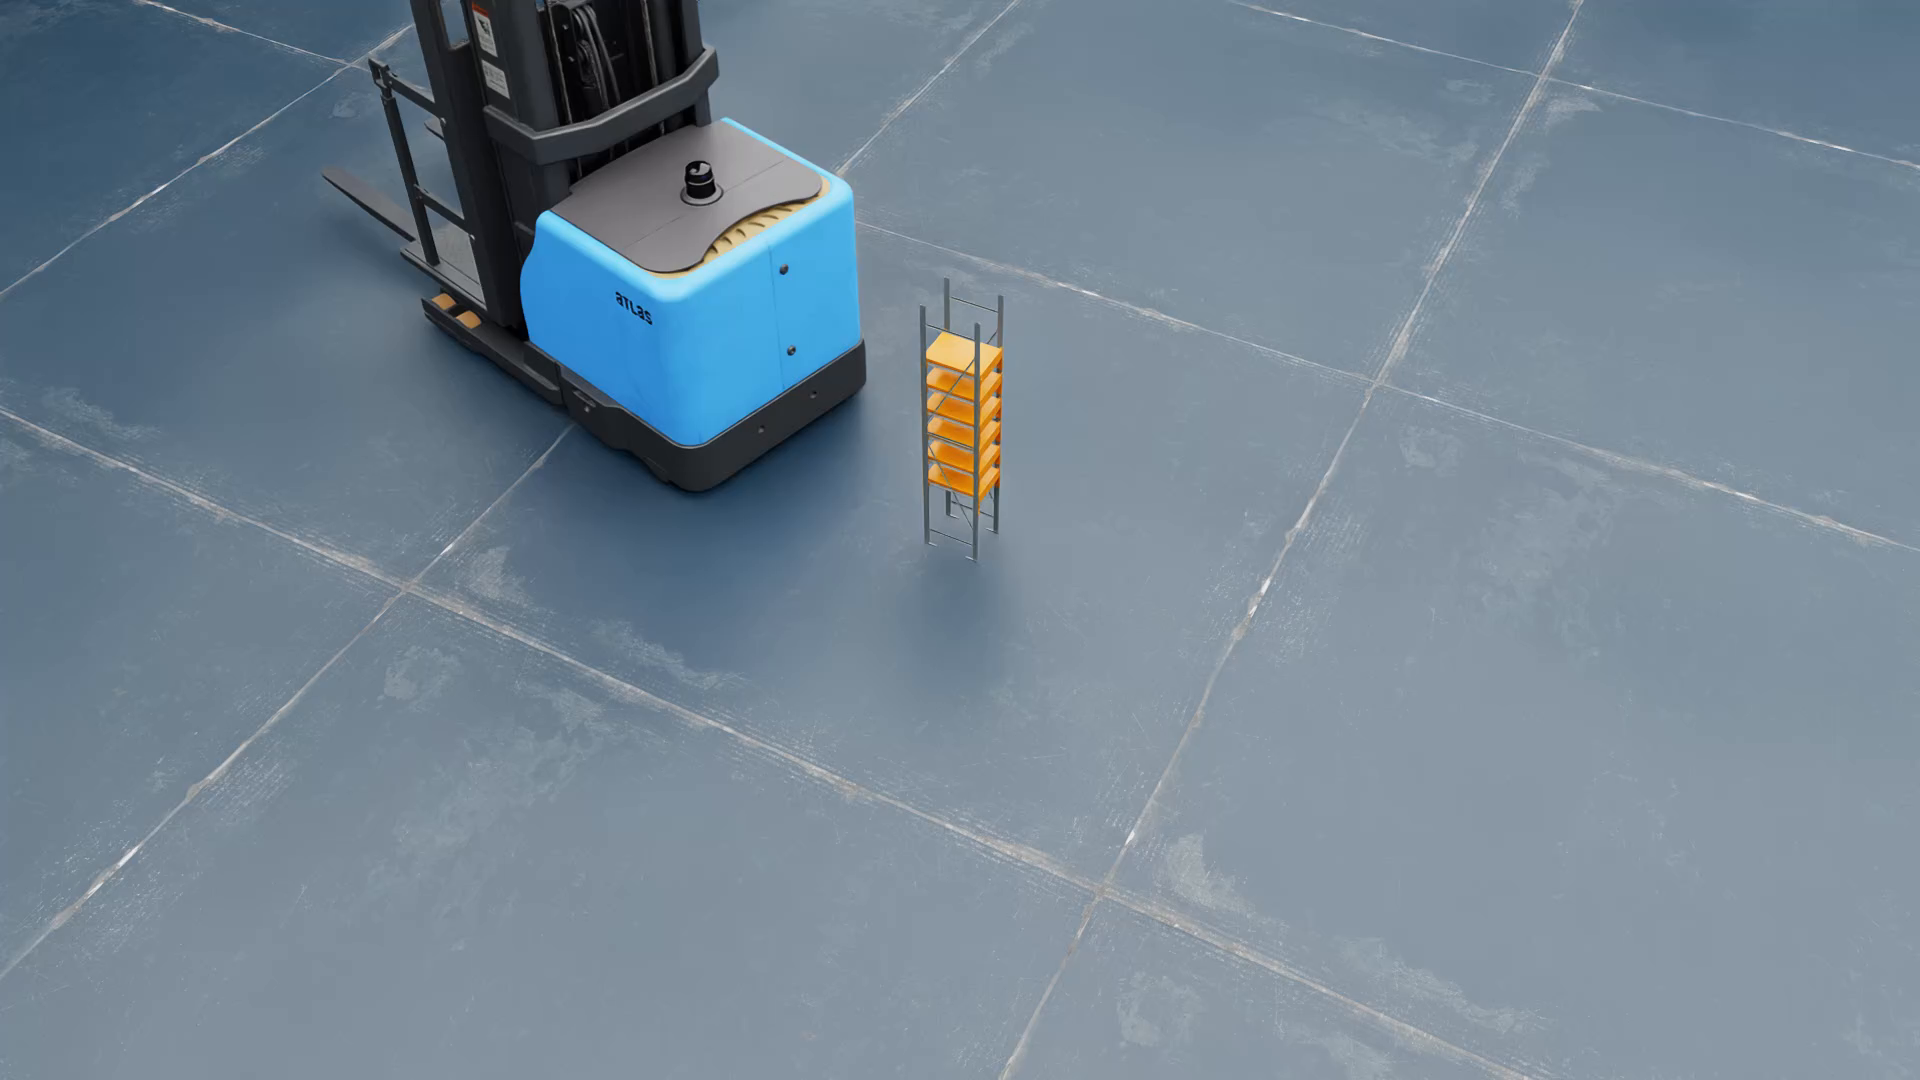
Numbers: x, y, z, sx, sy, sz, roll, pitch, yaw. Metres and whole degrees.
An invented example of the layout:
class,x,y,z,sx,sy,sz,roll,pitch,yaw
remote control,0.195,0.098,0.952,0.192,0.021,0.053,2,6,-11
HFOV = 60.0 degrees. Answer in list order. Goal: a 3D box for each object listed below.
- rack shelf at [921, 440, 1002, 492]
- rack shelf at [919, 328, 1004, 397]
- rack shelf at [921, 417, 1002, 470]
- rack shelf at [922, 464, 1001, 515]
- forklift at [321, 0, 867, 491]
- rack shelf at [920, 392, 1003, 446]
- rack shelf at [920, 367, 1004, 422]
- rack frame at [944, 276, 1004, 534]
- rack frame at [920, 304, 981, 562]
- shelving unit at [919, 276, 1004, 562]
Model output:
class,x,y,z,sx,sy,sz,roll,pitch,yaw
rack shelf,0.007,-0.315,6.449,0.258,0.103,0.180,20,49,19
rack shelf,0.007,-0.653,6.108,0.258,0.103,0.180,20,49,19
rack shelf,0.007,-0.400,6.364,0.258,0.103,0.180,20,49,19
rack shelf,0.007,-0.231,6.535,0.258,0.103,0.180,20,49,19
forklift,-1.837,-2.154,6.818,3.031,2.935,1.130,33,54,28
rack shelf,0.007,-0.484,6.279,0.258,0.103,0.180,20,49,19
rack shelf,0.007,-0.568,6.193,0.258,0.103,0.180,20,49,19
rack frame,0.049,-0.489,6.389,0.240,1.200,0.006,20,49,19
rack frame,-0.036,-0.373,6.275,0.240,1.200,0.006,20,49,19
shelving unit,0.007,-0.431,6.332,0.258,1.200,0.189,20,49,19
